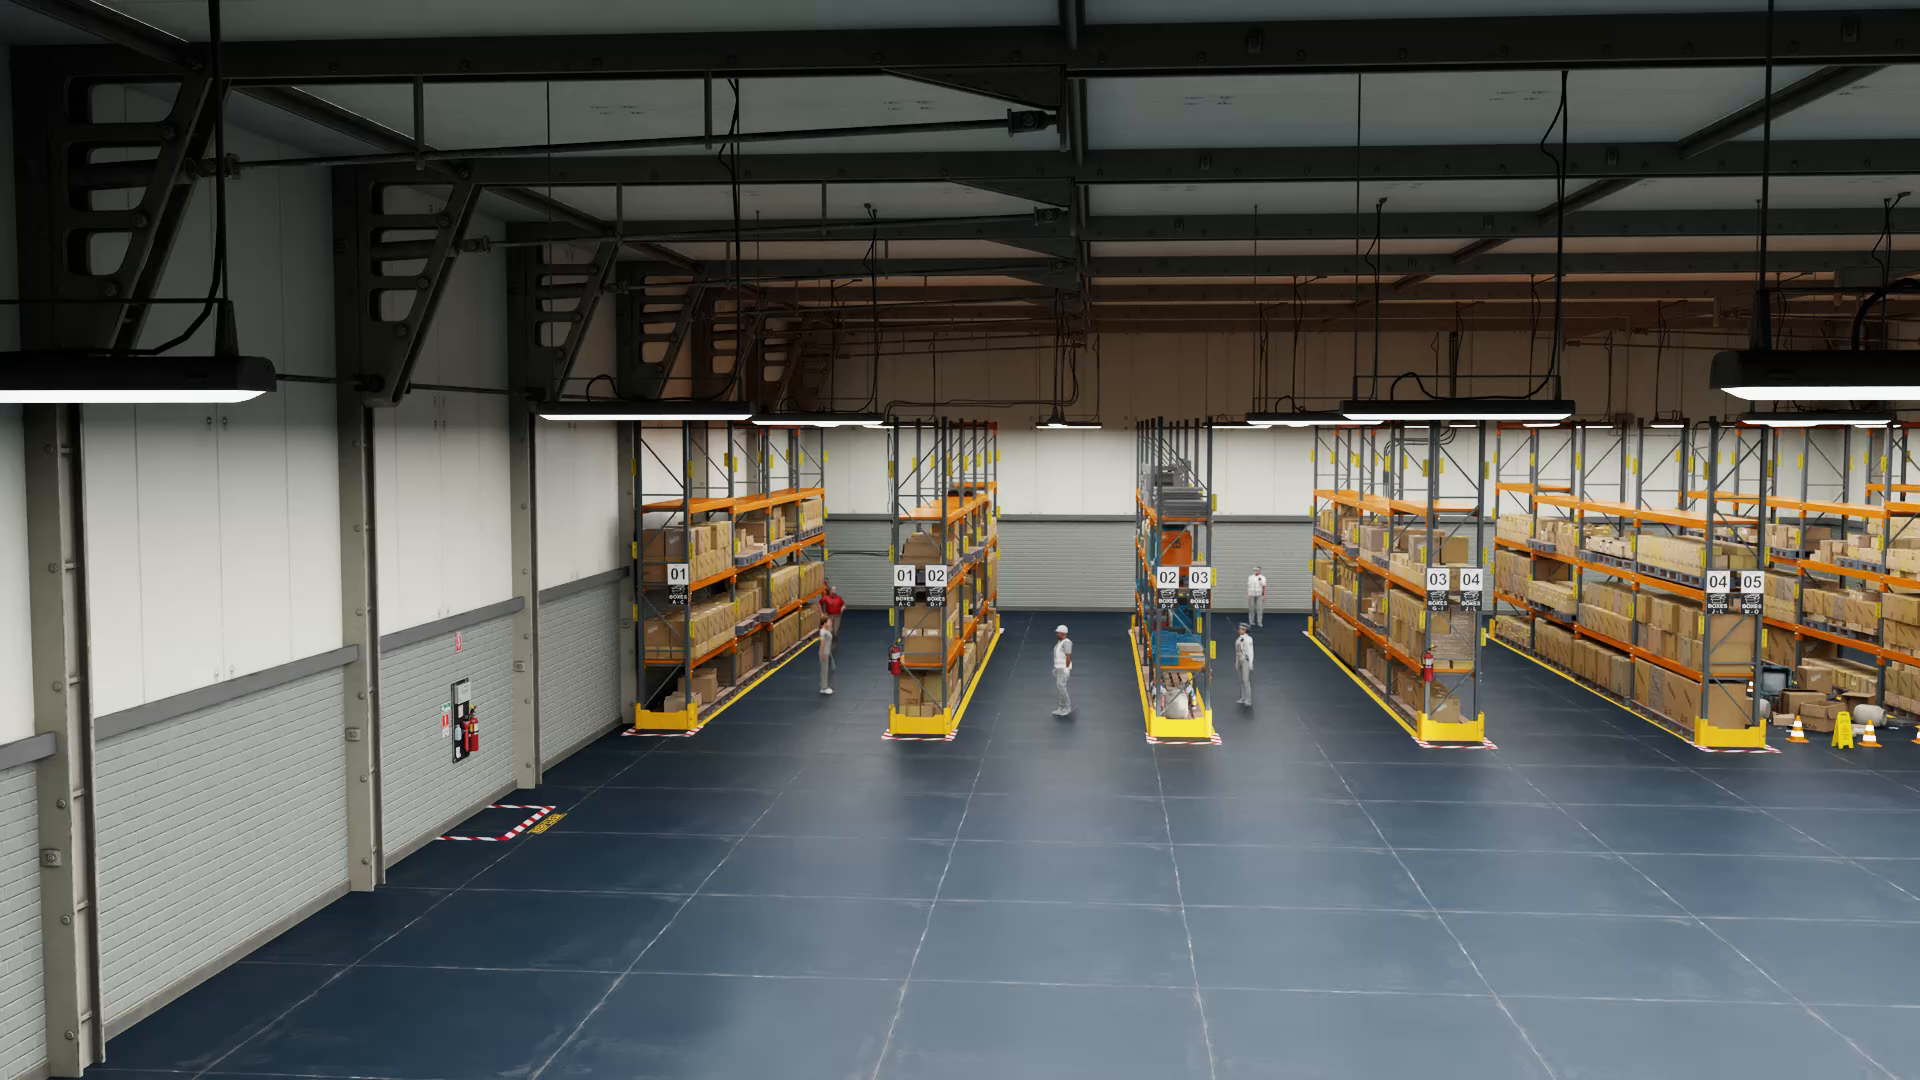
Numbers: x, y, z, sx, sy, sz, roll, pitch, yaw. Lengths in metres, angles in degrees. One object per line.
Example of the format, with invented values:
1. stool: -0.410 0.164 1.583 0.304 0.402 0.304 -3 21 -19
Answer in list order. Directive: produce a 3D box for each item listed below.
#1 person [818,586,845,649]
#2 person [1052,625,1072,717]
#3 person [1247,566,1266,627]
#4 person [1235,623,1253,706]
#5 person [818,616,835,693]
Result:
1. person: -3.340 2.068 43.186 0.719 1.735 0.805 0 4 -2
2. person: 2.049 2.638 33.672 0.401 1.821 0.613 -1 4 -10
3. person: 8.753 1.650 49.087 0.551 1.783 0.521 0 4 4
4. person: 5.997 2.606 35.010 0.341 1.728 0.621 -1 4 -19
5. person: -2.935 2.530 36.456 0.339 1.714 0.518 0 4 7
